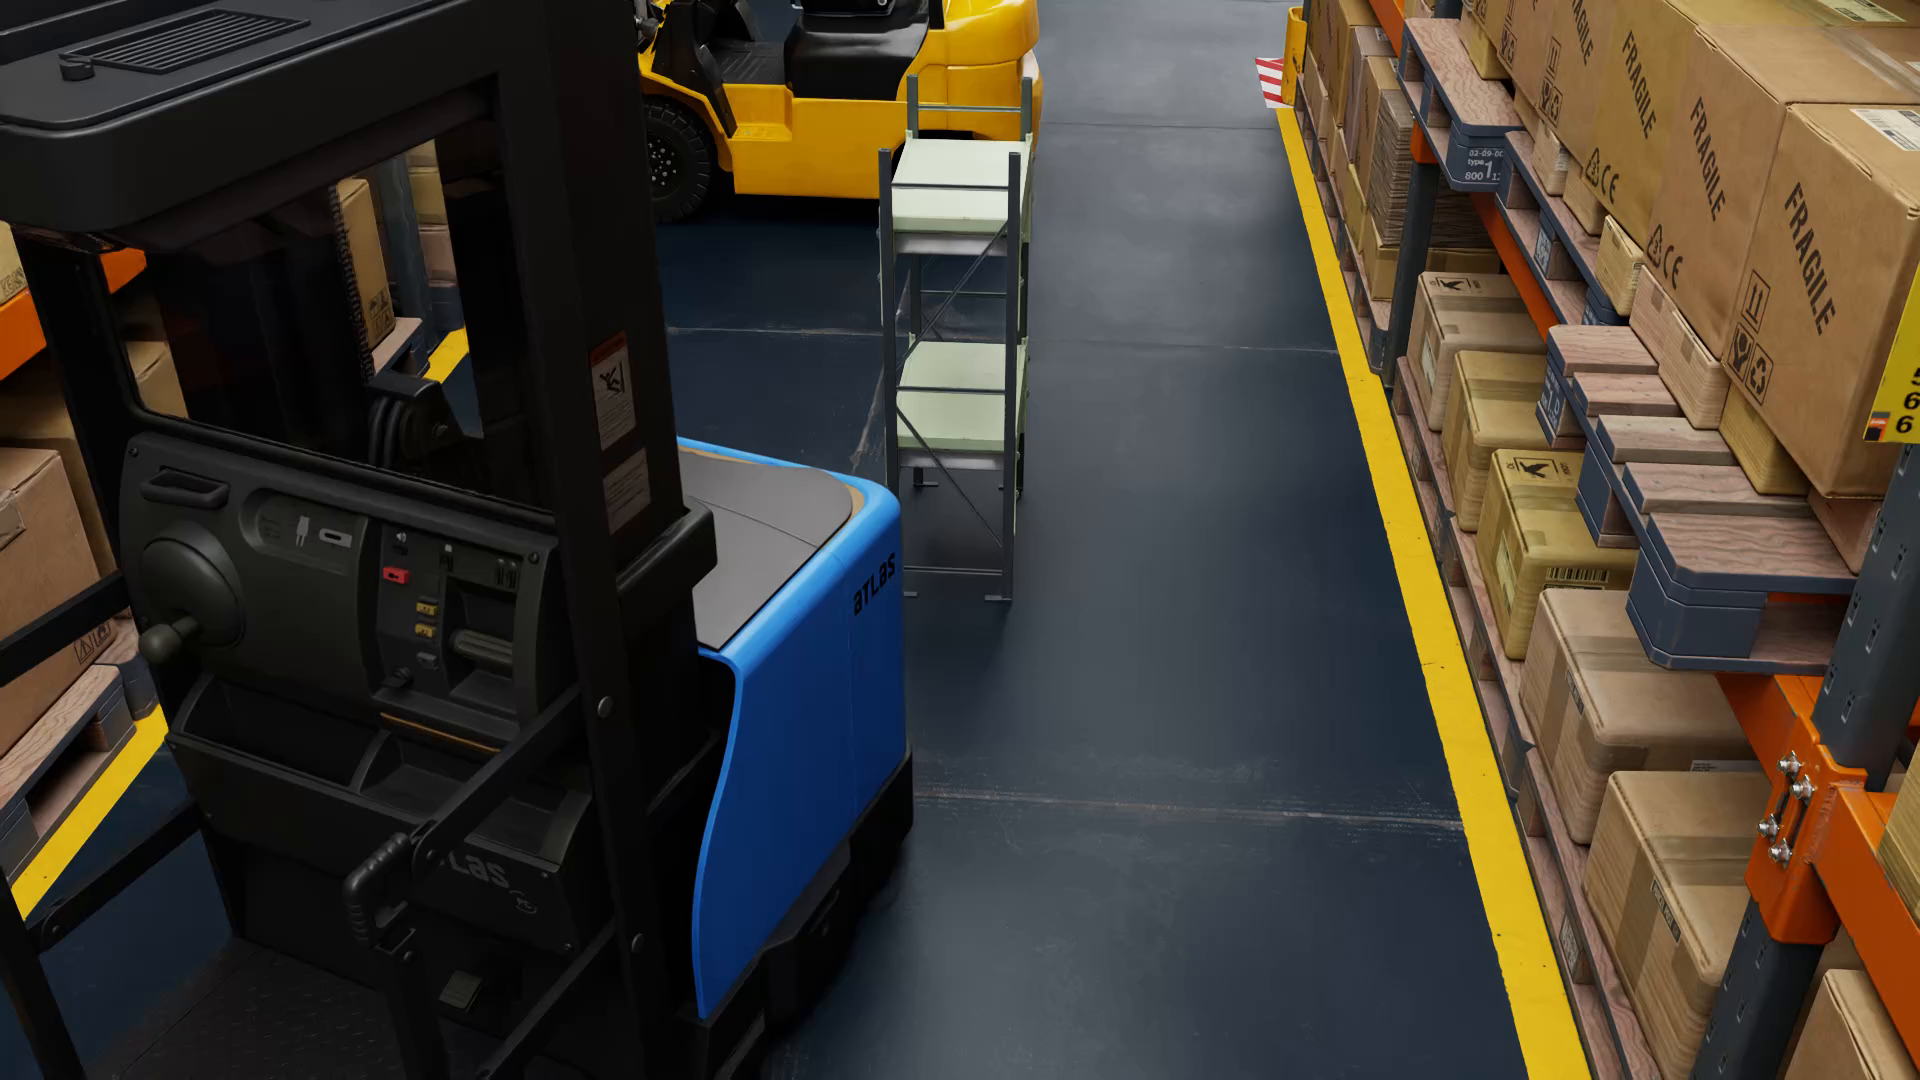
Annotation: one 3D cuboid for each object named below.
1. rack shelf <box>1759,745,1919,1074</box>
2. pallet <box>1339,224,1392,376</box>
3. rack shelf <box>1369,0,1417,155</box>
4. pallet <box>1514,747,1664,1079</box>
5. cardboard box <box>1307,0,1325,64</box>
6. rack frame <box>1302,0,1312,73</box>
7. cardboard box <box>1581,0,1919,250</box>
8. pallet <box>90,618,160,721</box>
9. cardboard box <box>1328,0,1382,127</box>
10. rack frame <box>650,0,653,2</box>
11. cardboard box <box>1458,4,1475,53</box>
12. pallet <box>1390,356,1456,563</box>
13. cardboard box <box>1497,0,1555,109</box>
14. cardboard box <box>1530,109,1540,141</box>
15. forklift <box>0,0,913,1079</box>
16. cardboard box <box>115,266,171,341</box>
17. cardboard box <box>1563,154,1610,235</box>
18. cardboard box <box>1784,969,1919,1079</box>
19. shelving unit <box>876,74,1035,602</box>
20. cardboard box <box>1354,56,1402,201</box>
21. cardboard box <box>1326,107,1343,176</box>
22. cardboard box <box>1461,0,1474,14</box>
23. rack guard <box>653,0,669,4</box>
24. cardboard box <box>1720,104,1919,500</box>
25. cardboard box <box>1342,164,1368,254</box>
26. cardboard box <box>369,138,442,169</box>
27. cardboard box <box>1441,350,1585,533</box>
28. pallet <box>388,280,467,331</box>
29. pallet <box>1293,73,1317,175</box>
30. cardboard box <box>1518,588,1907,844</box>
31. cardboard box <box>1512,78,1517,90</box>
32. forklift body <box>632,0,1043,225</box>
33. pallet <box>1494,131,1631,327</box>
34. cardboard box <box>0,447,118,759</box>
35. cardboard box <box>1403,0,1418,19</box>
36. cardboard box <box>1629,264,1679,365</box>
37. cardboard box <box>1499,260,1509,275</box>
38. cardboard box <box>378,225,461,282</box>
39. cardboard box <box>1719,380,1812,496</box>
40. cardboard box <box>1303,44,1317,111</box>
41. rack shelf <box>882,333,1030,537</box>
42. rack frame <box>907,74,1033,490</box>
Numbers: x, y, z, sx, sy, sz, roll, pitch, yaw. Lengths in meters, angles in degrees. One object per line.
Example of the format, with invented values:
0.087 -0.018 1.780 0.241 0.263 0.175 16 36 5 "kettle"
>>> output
1.735 1.549 1.062 1.077 0.370 4.000 2 32 4 "rack shelf"
2.242 -1.060 7.268 1.003 0.211 1.213 2 32 4 "pallet"
2.386 -2.634 7.850 1.077 0.370 4.000 2 32 4 "rack shelf"
1.962 0.976 3.965 1.003 0.211 1.213 2 32 4 "pallet"
2.206 -2.891 9.088 0.500 0.500 0.500 1 32 2 "cardboard box"
2.549 -3.986 9.359 1.000 3.000 0.127 2 32 4 "rack frame"
1.728 -0.935 3.629 0.500 0.500 0.500 0 32 1 "cardboard box"
-2.842 0.109 5.371 1.003 0.211 1.213 2 32 4 "pallet"
2.119 -2.355 8.219 0.500 0.500 0.500 3 32 5 "cardboard box"
-2.399 -4.196 9.699 1.000 3.000 0.127 2 32 4 "rack frame"
1.863 -1.690 5.473 0.380 0.149 0.250 3 32 5 "cardboard box"
2.161 -0.300 6.035 1.003 0.211 1.213 2 32 4 "pallet"
1.805 -1.489 4.529 0.500 0.500 0.500 2 32 4 "cardboard box"
1.803 -1.147 4.591 0.380 0.149 0.250 3 32 4 "cardboard box"
-1.190 0.138 2.732 1.130 2.935 3.031 13 34 20 "forklift"
-2.827 -0.593 5.717 0.875 0.625 0.625 2 32 3 "cardboard box"
1.737 -0.869 4.141 0.380 0.149 0.250 1 32 2 "cardboard box"
1.758 1.281 2.438 0.875 0.875 0.875 2 32 4 "cardboard box"
0.001 -0.642 5.362 0.431 1.500 0.755 2 32 4 "shelving unit"
2.043 -1.809 7.331 0.500 0.500 0.500 3 32 5 "cardboard box"
2.126 -2.032 8.408 0.500 0.250 0.500 5 32 7 "cardboard box"
1.899 -2.009 5.372 0.500 0.500 0.500 3 32 5 "cardboard box"
-2.397 -3.144 10.376 1.175 0.500 0.348 2 32 4 "rack guard"
1.657 -0.400 2.761 0.500 0.500 0.500 2 32 3 "cardboard box"
2.037 -1.502 7.549 0.500 0.250 0.500 2 32 3 "cardboard box"
-2.372 -1.778 7.043 0.500 0.250 0.500 2 32 3 "cardboard box"
2.128 -0.304 5.488 0.950 0.372 0.625 4 32 7 "cardboard box"
-2.618 -1.331 7.709 1.003 0.211 1.213 2 32 4 "pallet"
2.441 -2.336 9.339 1.003 0.211 1.213 2 32 4 "pallet"
2.005 0.456 4.255 0.950 0.372 0.625 2 32 3 "cardboard box"
1.887 -1.409 5.016 0.380 0.149 0.250 4 32 7 "cardboard box"
-0.735 -2.765 8.187 2.313 2.155 1.214 2 32 4 "forklift body"
2.018 -0.758 4.303 1.003 0.211 1.213 2 32 4 "pallet"
-2.940 0.152 4.508 0.875 0.625 0.625 3 32 6 "cardboard box"
1.959 -2.099 6.536 0.380 0.149 0.250 3 32 5 "cardboard box"
1.644 -0.464 3.483 0.380 0.149 0.250 1 32 2 "cardboard box"
2.540 -1.199 7.058 0.500 0.250 0.500 1 32 2 "cardboard box"
-2.355 -1.351 7.304 0.500 0.250 0.500 3 32 4 "cardboard box"
1.639 -0.199 3.053 0.380 0.149 0.250 3 32 5 "cardboard box"
2.207 -2.584 9.304 0.500 0.250 0.500 2 32 4 "cardboard box"
0.001 -0.364 5.533 0.431 0.370 0.720 2 32 4 "rack shelf"
0.030 -0.833 5.673 0.400 1.500 0.023 2 32 4 "rack frame"
